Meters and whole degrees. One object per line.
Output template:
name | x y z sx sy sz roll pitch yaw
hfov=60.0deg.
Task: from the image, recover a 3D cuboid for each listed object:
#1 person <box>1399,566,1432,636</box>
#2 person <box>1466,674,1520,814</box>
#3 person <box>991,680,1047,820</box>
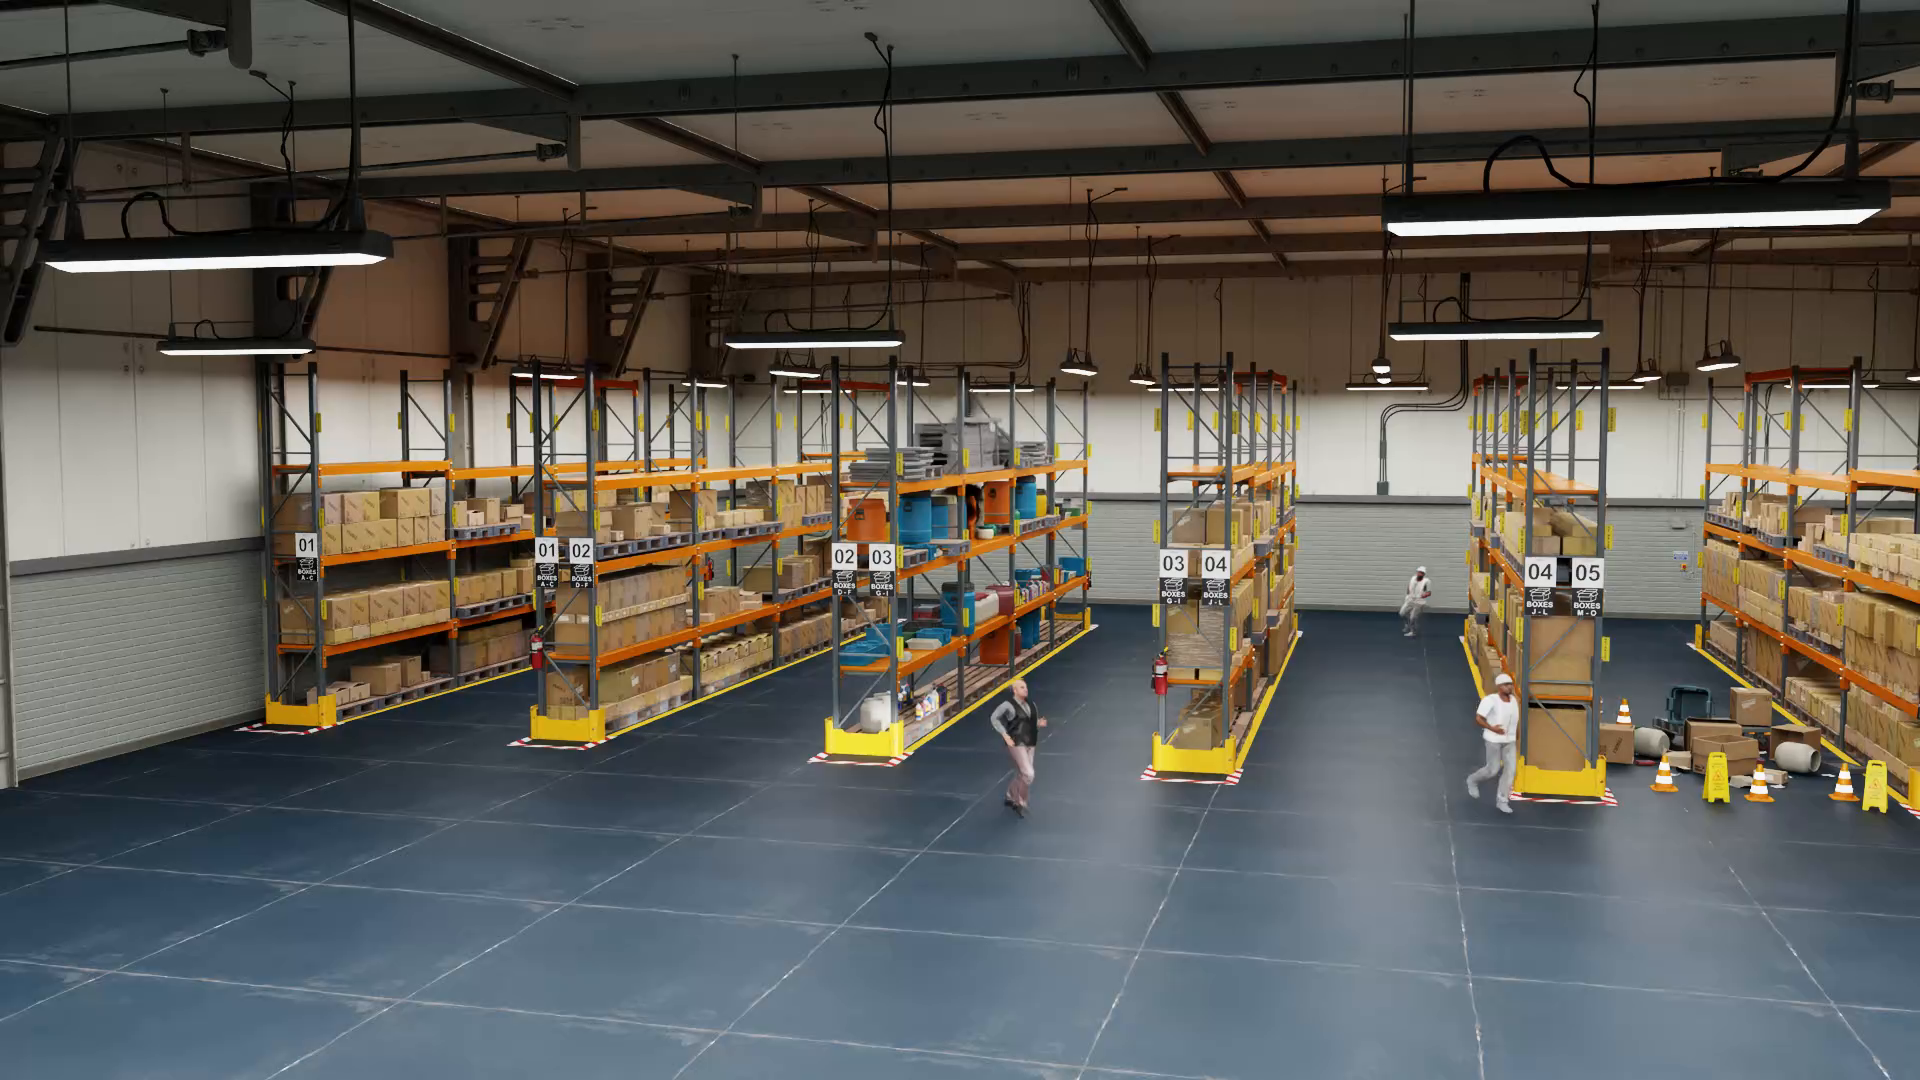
person | 10.626 1.443 38.777 0.582 1.680 0.740 -3 5 -41
person | 7.008 2.613 21.653 0.718 1.761 0.835 -1 4 -19
person | 0.790 2.664 21.136 0.711 1.769 0.636 4 6 44
